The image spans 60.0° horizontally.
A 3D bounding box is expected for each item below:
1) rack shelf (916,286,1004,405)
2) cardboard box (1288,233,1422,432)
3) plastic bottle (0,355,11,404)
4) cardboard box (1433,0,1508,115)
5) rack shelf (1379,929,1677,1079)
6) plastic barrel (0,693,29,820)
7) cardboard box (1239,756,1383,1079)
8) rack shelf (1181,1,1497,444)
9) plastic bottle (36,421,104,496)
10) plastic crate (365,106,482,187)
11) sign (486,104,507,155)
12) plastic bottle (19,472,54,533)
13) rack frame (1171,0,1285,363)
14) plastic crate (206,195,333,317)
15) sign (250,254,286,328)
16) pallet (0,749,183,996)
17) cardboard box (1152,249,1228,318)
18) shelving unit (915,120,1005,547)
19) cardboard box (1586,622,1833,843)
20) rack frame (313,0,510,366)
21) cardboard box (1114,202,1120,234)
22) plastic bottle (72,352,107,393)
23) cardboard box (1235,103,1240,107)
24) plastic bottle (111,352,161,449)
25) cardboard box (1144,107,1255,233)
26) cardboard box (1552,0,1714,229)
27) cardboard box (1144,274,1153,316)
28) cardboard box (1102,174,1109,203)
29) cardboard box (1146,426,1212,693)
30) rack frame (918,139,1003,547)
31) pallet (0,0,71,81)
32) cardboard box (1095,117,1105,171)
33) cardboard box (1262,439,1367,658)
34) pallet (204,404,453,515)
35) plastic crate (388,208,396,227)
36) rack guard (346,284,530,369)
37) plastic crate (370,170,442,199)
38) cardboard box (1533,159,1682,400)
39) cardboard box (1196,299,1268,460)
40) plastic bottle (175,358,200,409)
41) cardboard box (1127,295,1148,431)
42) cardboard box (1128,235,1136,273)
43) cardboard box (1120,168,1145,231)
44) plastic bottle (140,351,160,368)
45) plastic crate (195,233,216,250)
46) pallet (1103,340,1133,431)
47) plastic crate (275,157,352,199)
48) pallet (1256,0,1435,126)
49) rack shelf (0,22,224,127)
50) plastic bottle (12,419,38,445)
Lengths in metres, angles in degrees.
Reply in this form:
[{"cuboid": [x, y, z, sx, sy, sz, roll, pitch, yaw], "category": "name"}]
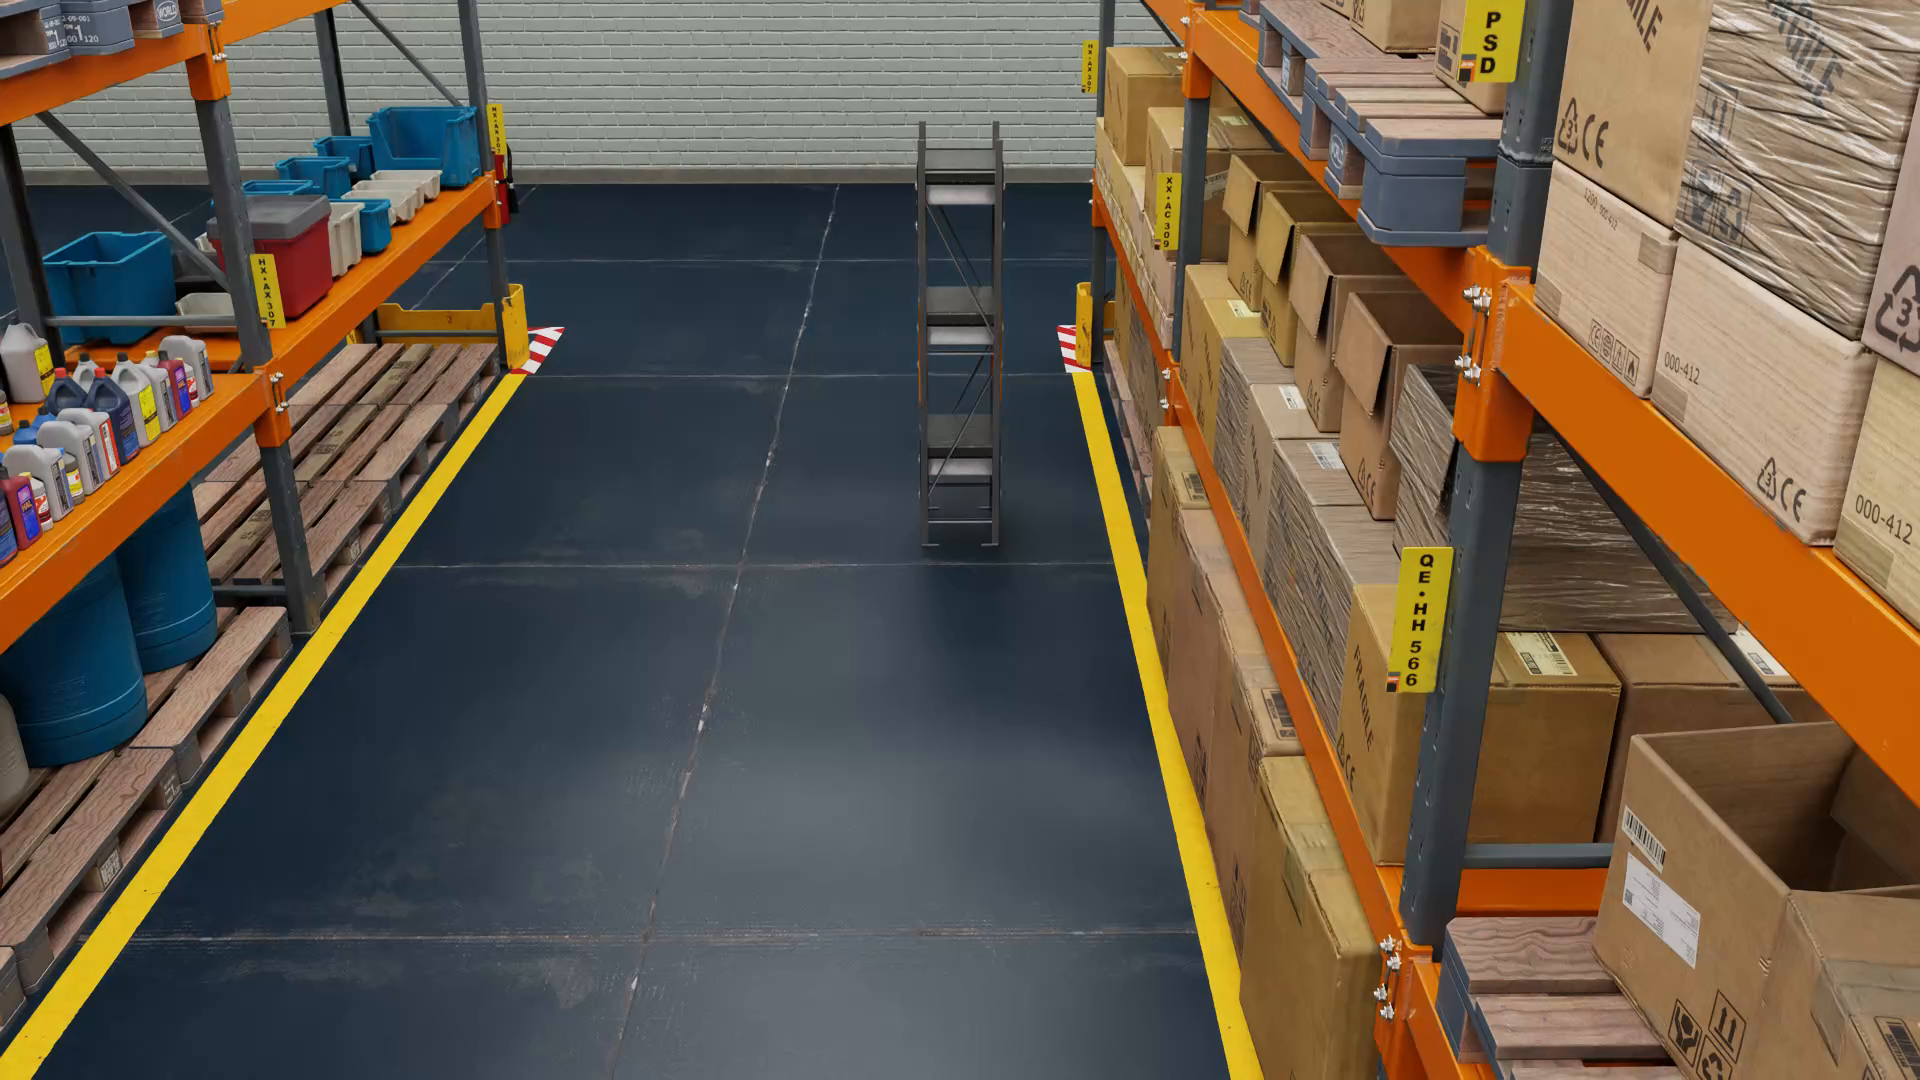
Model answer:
[{"cuboid": [-0.002, -1.012, 8.474, 0.431, 0.518, 0.480, 0, 24, -1], "category": "rack shelf"}, {"cuboid": [1.468, -0.662, 5.234, 0.797, 0.503, 0.637, 1, 24, 1], "category": "cardboard box"}, {"cuboid": [-3.940, -0.678, 6.750, 0.061, 0.283, 0.133, 0, 24, -1], "category": "plastic bottle"}, {"cuboid": [1.399, -1.169, 3.420, 0.797, 0.503, 0.637, 1, 24, 3], "category": "cardboard box"}, {"cuboid": [1.499, 1.839, 1.917, 1.077, 0.370, 4.000, 0, 24, -1], "category": "rack shelf"}, {"cuboid": [-3.605, 0.753, 5.955, 0.421, 0.512, 0.421, 0, 24, 0], "category": "plastic barrel"}, {"cuboid": [1.491, 1.180, 4.571, 1.225, 0.875, 0.875, -1, 24, -3], "category": "cardboard box"}, {"cuboid": [1.456, -1.176, 4.943, 1.077, 0.370, 4.000, 0, 24, -1], "category": "rack shelf"}, {"cuboid": [-3.180, -0.307, 5.940, 0.152, 0.276, 0.135, 0, 24, -1], "category": "plastic bottle"}, {"cuboid": [-3.372, -2.493, 10.507, 0.616, 0.435, 0.499, 0, 24, -1], "category": "plastic crate"}, {"cuboid": [-3.012, -2.671, 10.817, 0.100, 0.325, 0.005, 0, 24, -1], "category": "sign"}, {"cuboid": [-3.149, -0.130, 5.639, 0.097, 0.201, 0.097, 0, 24, 0], "category": "plastic bottle"}, {"cuboid": [1.434, -0.961, 7.235, 1.000, 3.000, 0.127, 0, 24, -1], "category": "rack frame"}, {"cuboid": [-3.278, -1.364, 7.976, 0.402, 0.464, 0.583, 0, 24, -1], "category": "plastic crate"}, {"cuboid": [-2.969, -1.067, 7.132, 0.100, 0.325, 0.005, 0, 24, -1], "category": "sign"}, {"cuboid": [-3.536, 1.154, 5.943, 1.003, 0.211, 1.213, 0, 24, -1], "category": "pallet"}, {"cuboid": [1.167, -1.209, 7.604, 0.500, 0.250, 0.500, -1, 24, -2], "category": "cardboard box"}, {"cuboid": [-0.002, -1.025, 8.468, 0.431, 2.100, 0.503, 0, 24, -1], "category": "shelving unit"}, {"cuboid": [1.744, 0.440, 4.015, 0.500, 0.500, 0.500, 0, 24, 1], "category": "cardboard box"}, {"cuboid": [-3.562, -2.587, 10.830, 1.000, 3.000, 0.127, 0, 24, -1], "category": "rack frame"}, {"cuboid": [1.081, -1.817, 9.433, 0.380, 0.149, 0.250, -1, 24, -1], "category": "cardboard box"}, {"cuboid": [-3.326, -0.538, 6.360, 0.144, 0.351, 0.185, 0, 24, -1], "category": "plastic bottle"}, {"cuboid": [1.676, -1.986, 8.412, 0.500, 0.500, 0.500, -1, 24, -2], "category": "cardboard box"}, {"cuboid": [-3.181, -0.539, 6.362, 0.144, 0.351, 0.185, 0, 24, -1], "category": "plastic bottle"}, {"cuboid": [1.160, -1.765, 7.923, 0.500, 0.500, 0.500, 0, 24, 0], "category": "cardboard box"}, {"cuboid": [1.226, -0.758, 2.418, 0.500, 0.500, 0.500, 0, 24, 0], "category": "cardboard box"}, {"cuboid": [1.097, -1.183, 8.030, 0.380, 0.149, 0.250, -1, 24, -1], "category": "cardboard box"}, {"cuboid": [1.072, -2.136, 10.137, 0.380, 0.149, 0.250, -1, 24, -2], "category": "cardboard box"}, {"cuboid": [1.461, 0.079, 7.003, 1.225, 0.875, 0.875, 0, 24, 0], "category": "cardboard box"}, {"cuboid": [0.001, -0.924, 8.246, 0.400, 2.100, 0.015, 0, 24, -1], "category": "rack frame"}, {"cuboid": [-3.397, -1.430, 4.860, 1.003, 0.211, 1.213, 0, 24, -1], "category": "pallet"}, {"cuboid": [1.126, -2.477, 10.409, 0.500, 0.250, 0.500, -1, 24, -2], "category": "cardboard box"}, {"cuboid": [1.216, 0.020, 4.944, 0.500, 0.500, 0.500, -1, 24, -2], "category": "cardboard box"}, {"cuboid": [-3.582, -0.475, 9.544, 1.003, 0.211, 1.213, 0, 24, -1], "category": "pallet"}, {"cuboid": [-3.334, -1.803, 9.344, 0.298, 0.136, 0.250, 0, 24, -1], "category": "plastic crate"}, {"cuboid": [-3.576, -1.458, 11.367, 1.175, 0.500, 0.348, 0, 24, -1], "category": "rack guard"}, {"cuboid": [-3.372, -2.159, 10.131, 0.396, 0.136, 0.243, 0, 24, -1], "category": "plastic crate"}, {"cuboid": [1.228, -0.416, 2.573, 0.500, 0.250, 0.500, 0, 24, 0], "category": "cardboard box"}, {"cuboid": [1.195, -0.609, 6.335, 0.500, 0.500, 0.500, 0, 24, 0], "category": "cardboard box"}, {"cuboid": [-3.162, -0.640, 6.765, 0.097, 0.201, 0.097, 0, 24, 0], "category": "plastic bottle"}, {"cuboid": [1.487, -1.194, 9.819, 0.875, 0.875, 0.875, 0, 24, -1], "category": "cardboard box"}, {"cuboid": [1.089, -1.500, 8.732, 0.380, 0.149, 0.250, -1, 24, -1], "category": "cardboard box"}, {"cuboid": [1.151, -1.841, 9.002, 0.500, 0.250, 0.500, -1, 24, -2], "category": "cardboard box"}, {"cuboid": [-3.316, -0.679, 6.853, 0.097, 0.201, 0.097, 0, 24, 0], "category": "plastic bottle"}, {"cuboid": [-3.838, -1.562, 8.811, 0.293, 0.136, 0.466, 0, 24, -1], "category": "plastic crate"}, {"cuboid": [1.477, -1.010, 10.726, 1.003, 0.211, 1.213, 0, 24, -1], "category": "pallet"}, {"cuboid": [-3.882, -2.164, 10.024, 0.416, 0.233, 0.300, 0, 24, -1], "category": "plastic crate"}, {"cuboid": [1.402, -1.319, 4.616, 1.003, 0.211, 1.213, 1, 24, 2], "category": "pallet"}, {"cuboid": [-3.497, -1.154, 4.894, 1.077, 0.370, 4.000, 0, 24, -1], "category": "rack shelf"}, {"cuboid": [-3.305, -0.297, 5.923, 0.097, 0.271, 0.097, 0, 24, 0], "category": "plastic bottle"}]
